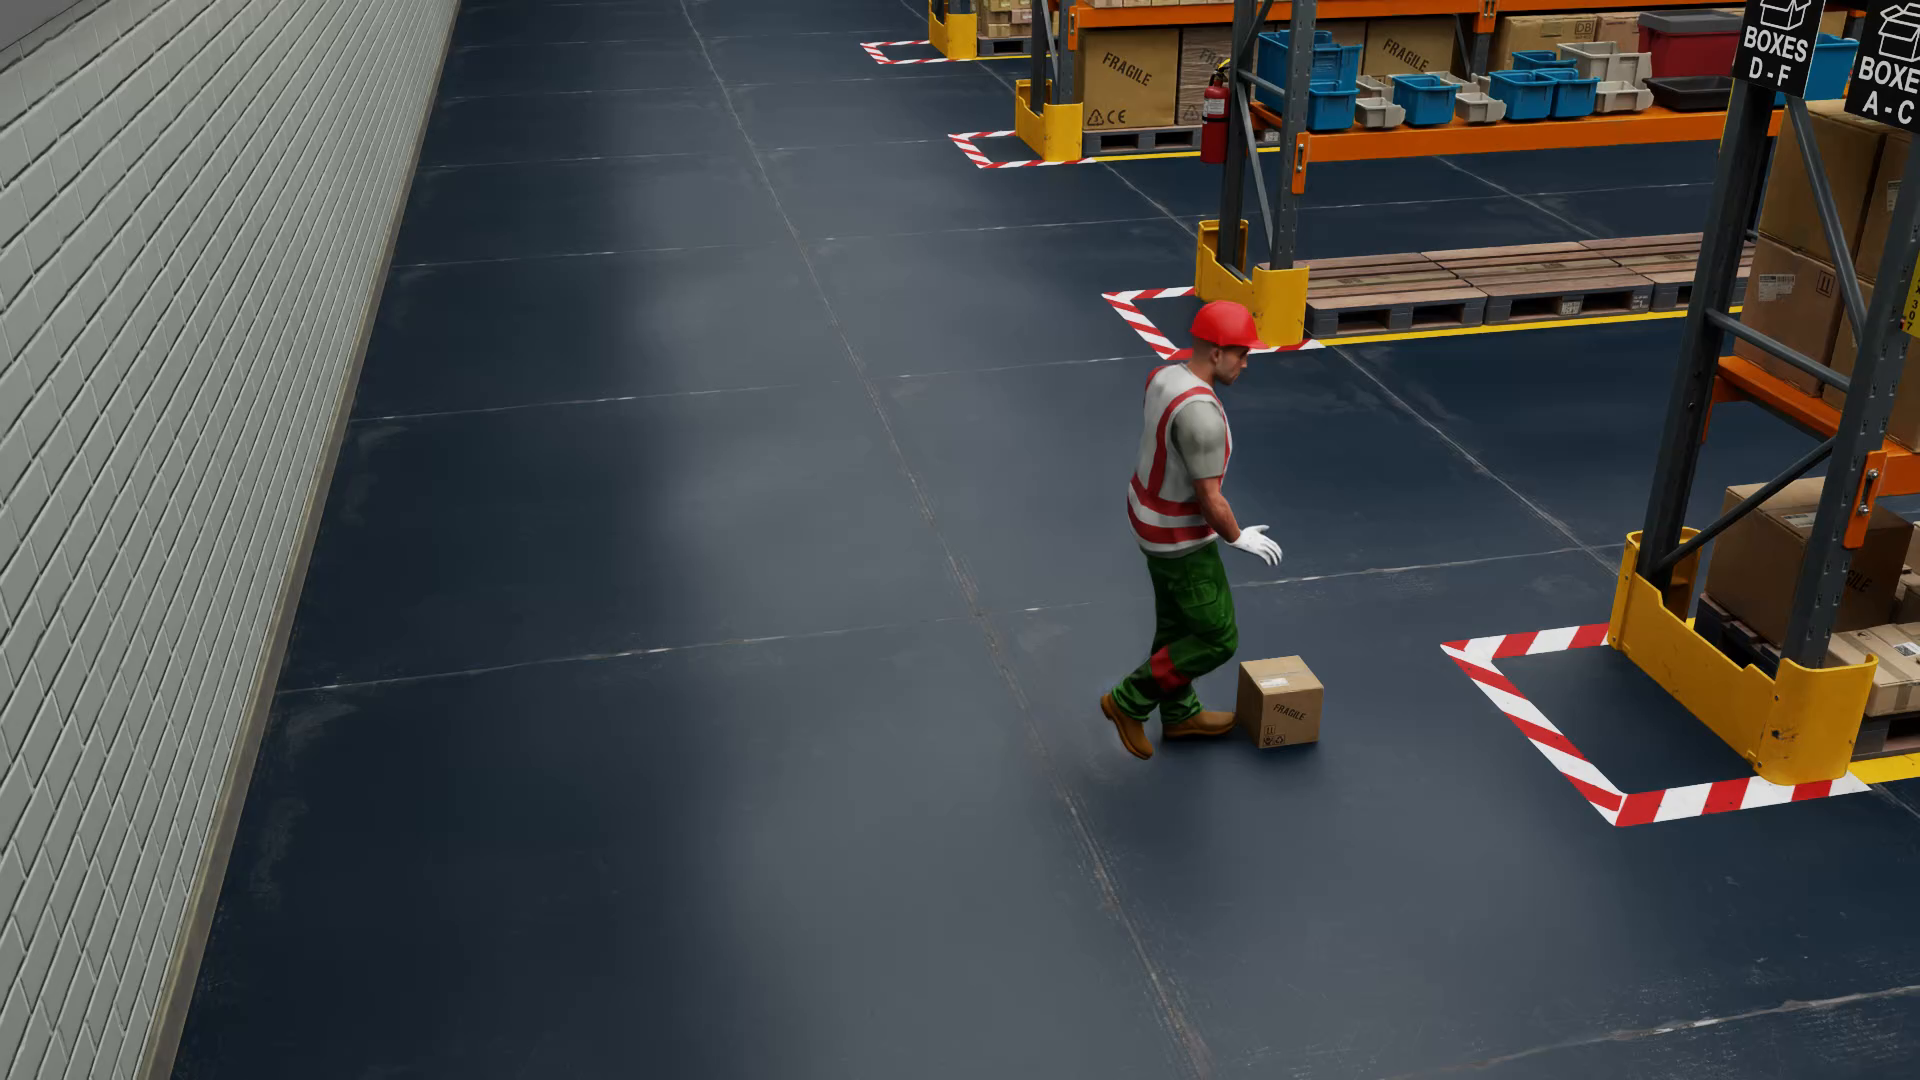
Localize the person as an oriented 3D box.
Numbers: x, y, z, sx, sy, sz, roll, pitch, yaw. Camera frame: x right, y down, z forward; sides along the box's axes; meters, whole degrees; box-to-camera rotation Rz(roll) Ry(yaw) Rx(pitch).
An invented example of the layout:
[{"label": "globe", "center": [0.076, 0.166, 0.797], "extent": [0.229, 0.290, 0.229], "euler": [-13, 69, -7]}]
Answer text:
[{"label": "person", "center": [0.830, -0.010, 6.087], "extent": [0.623, 1.778, 0.542], "euler": [-2, 27, -4]}]
